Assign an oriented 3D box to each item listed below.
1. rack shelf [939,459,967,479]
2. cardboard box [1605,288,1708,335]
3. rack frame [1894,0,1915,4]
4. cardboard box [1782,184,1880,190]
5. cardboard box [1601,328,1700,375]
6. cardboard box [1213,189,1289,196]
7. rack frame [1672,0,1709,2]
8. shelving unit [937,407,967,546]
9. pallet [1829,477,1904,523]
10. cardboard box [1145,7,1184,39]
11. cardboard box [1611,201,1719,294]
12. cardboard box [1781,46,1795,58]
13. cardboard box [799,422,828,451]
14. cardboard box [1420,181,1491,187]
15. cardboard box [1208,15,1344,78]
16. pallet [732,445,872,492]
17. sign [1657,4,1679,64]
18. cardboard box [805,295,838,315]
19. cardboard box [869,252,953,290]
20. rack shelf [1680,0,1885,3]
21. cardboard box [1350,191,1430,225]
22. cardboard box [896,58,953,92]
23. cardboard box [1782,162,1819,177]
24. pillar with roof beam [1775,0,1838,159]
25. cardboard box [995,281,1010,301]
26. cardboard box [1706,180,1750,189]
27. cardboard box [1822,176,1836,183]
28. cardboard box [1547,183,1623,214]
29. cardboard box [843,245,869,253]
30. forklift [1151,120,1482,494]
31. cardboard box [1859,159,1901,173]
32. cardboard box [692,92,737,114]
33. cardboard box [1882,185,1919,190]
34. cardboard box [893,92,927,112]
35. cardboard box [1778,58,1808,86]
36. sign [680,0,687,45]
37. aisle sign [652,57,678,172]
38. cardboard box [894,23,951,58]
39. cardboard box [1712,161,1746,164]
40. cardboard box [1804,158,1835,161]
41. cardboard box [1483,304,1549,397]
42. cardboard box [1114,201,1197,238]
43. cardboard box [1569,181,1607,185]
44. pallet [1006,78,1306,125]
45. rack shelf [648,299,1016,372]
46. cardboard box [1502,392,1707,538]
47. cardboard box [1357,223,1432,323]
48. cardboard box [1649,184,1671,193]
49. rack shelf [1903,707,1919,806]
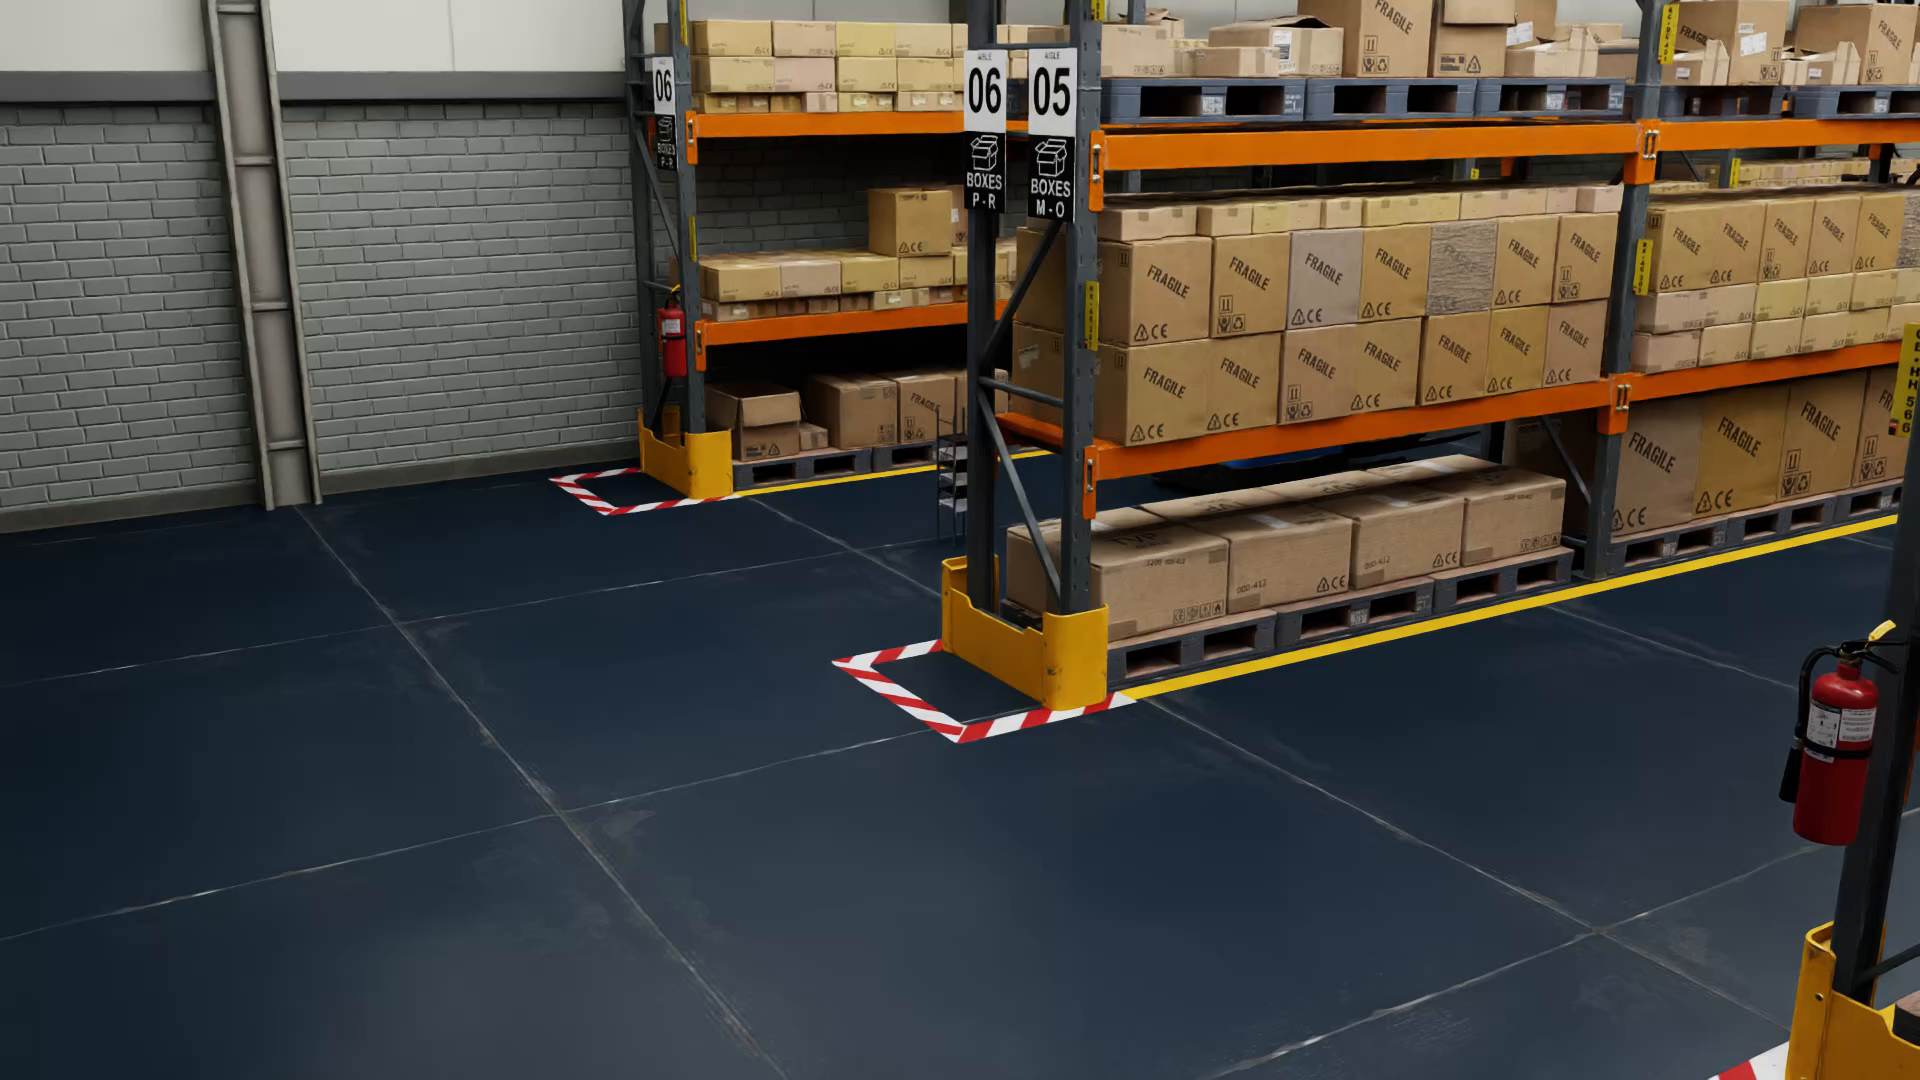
[{"bbox_3d":[-0.007,-0.487,11.269,0.200,0.077,0.258,-9,18,-30],"label":"rack shelf"},{"bbox_3d":[4.296,-1.461,10.416,0.500,0.250,0.500,-10,18,-31],"label":"cardboard box"},{"bbox_3d":[7.203,-4.741,11.651,0.127,3.000,1.000,-9,18,-30],"label":"rack frame"},{"bbox_3d":[6.234,-2.299,12.016,0.500,0.500,0.500,-9,18,-29],"label":"cardboard box"},{"bbox_3d":[4.287,-1.224,10.498,0.500,0.250,0.500,-10,18,-31],"label":"cardboard box"},{"bbox_3d":[1.615,-1.869,9.279,0.250,0.149,0.380,-9,18,-28],"label":"cardboard box"},{"bbox_3d":[8.072,-6.445,17.730,0.127,3.000,1.000,-9,18,-30],"label":"rack frame"},{"bbox_3d":[-0.007,-0.432,11.284,0.210,0.900,0.258,-9,18,-30],"label":"shelving unit"},{"bbox_3d":[6.488,-0.418,12.508,1.213,0.211,1.003,-9,18,-30],"label":"pallet"},{"bbox_3d":[1.652,-4.322,13.896,0.258,0.266,0.396,-9,18,-30],"label":"cardboard box"},{"bbox_3d":[4.299,-1.821,10.310,0.500,0.500,0.500,-9,18,-29],"label":"cardboard box"},{"bbox_3d":[8.911,-5.267,18.288,0.500,0.311,0.500,-9,18,-29],"label":"cardboard box"},{"bbox_3d":[-1.257,-0.831,13.321,0.250,0.149,0.380,-10,19,-32],"label":"cardboard box"},{"bbox_3d":[2.961,-2.070,9.997,0.250,0.149,0.380,-9,18,-30],"label":"cardboard box"},{"bbox_3d":[1.654,-2.589,8.732,0.500,0.311,0.500,-9,18,-29],"label":"cardboard box"},{"bbox_3d":[-1.466,-0.667,13.399,1.213,0.211,1.003,-9,18,-30],"label":"pallet"},{"bbox_3d":[4.061,-2.900,9.535,0.005,0.325,0.100,-9,18,-30],"label":"sign"},{"bbox_3d":[-1.141,-1.861,12.957,0.250,0.149,0.380,-9,18,-28],"label":"cardboard box"},{"bbox_3d":[-0.394,-2.177,13.347,0.500,0.250,0.500,-10,18,-31],"label":"cardboard box"},{"bbox_3d":[9.786,-6.184,18.873,4.000,0.370,1.077,-9,18,-30],"label":"rack shelf"},{"bbox_3d":[2.343,-1.821,9.110,0.250,0.149,0.380,-9,18,-30],"label":"cardboard box"},{"bbox_3d":[-0.391,-3.623,12.947,0.500,0.250,0.500,-10,18,-31],"label":"cardboard box"},{"bbox_3d":[9.561,-4.233,19.016,0.250,0.149,0.380,-9,18,-30],"label":"cardboard box"},{"bbox_3d":[12.657,-6.117,16.559,0.400,9.000,9.100,-9,18,-30],"label":"pillar with roof beam"},{"bbox_3d":[0.206,-2.065,13.686,0.250,0.149,0.380,-10,18,-31],"label":"cardboard box"},{"bbox_3d":[8.481,-3.900,18.379,0.250,0.149,0.380,-10,18,-31],"label":"cardboard box"},{"bbox_3d":[9.816,-4.111,19.130,0.250,0.149,0.380,-10,18,-31],"label":"cardboard box"},{"bbox_3d":[3.674,-2.022,9.826,0.250,0.149,0.380,-10,18,-31],"label":"cardboard box"},{"bbox_3d":[-0.639,-2.296,13.772,0.500,0.250,0.500,-9,18,-30],"label":"cardboard box"},{"bbox_3d":[2.990,-1.967,12.997,3.031,2.935,1.130,-11,19,-33],"label":"forklift"},{"bbox_3d":[10.896,-4.433,19.730,0.250,0.149,0.380,-9,18,-28],"label":"cardboard box"},{"bbox_3d":[-1.821,-3.202,12.184,0.250,0.149,0.380,-9,18,-29],"label":"cardboard box"},{"bbox_3d":[6.894,-2.250,11.840,0.500,0.500,0.500,-10,18,-31],"label":"cardboard box"},{"bbox_3d":[-0.457,-3.393,12.864,0.250,0.149,0.380,-9,18,-30],"label":"cardboard box"},{"bbox_3d":[5.039,-2.925,10.386,0.250,0.166,0.380,-11,19,-33],"label":"cardboard box"},{"bbox_3d":[-1.935,-3.628,11.618,0.005,0.325,0.100,-9,18,-30],"label":"sign"},{"bbox_3d":[-2.121,-3.063,11.962,0.004,0.787,0.394,-9,18,-30],"label":"aisle sign"},{"bbox_3d":[-0.404,-3.860,12.868,0.500,0.250,0.500,-9,18,-28],"label":"cardboard box"},{"bbox_3d":[8.829,-4.289,19.214,0.250,0.149,0.380,-10,18,-31],"label":"cardboard box"},{"bbox_3d":[10.209,-4.477,19.885,0.250,0.149,0.380,-9,18,-28],"label":"cardboard box"},{"bbox_3d":[3.070,-1.148,9.763,0.500,0.500,0.500,-10,18,-31],"label":"cardboard box"},{"bbox_3d":[0.980,-1.621,8.394,0.250,0.149,0.380,-9,18,-28],"label":"cardboard box"},{"bbox_3d":[6.754,-3.789,17.982,0.250,0.149,0.380,-9,18,-30],"label":"cardboard box"},{"bbox_3d":[0.976,-2.248,8.477,1.213,0.211,1.003,-9,18,-30],"label":"pallet"},{"bbox_3d":[-0.500,-1.820,13.678,4.000,0.370,1.077,-9,18,-30],"label":"rack shelf"},{"bbox_3d":[4.264,-0.580,11.081,0.875,0.875,0.875,-9,18,-28],"label":"cardboard box"},{"bbox_3d":[2.207,-1.487,9.120,0.500,0.500,0.500,-9,18,-29],"label":"cardboard box"},{"bbox_3d":[7.288,-3.689,17.625,0.250,0.149,0.380,-10,18,-31],"label":"cardboard box"},{"bbox_3d":[4.696,0.459,5.547,4.000,0.370,1.077,-9,18,-30],"label":"rack shelf"}]
